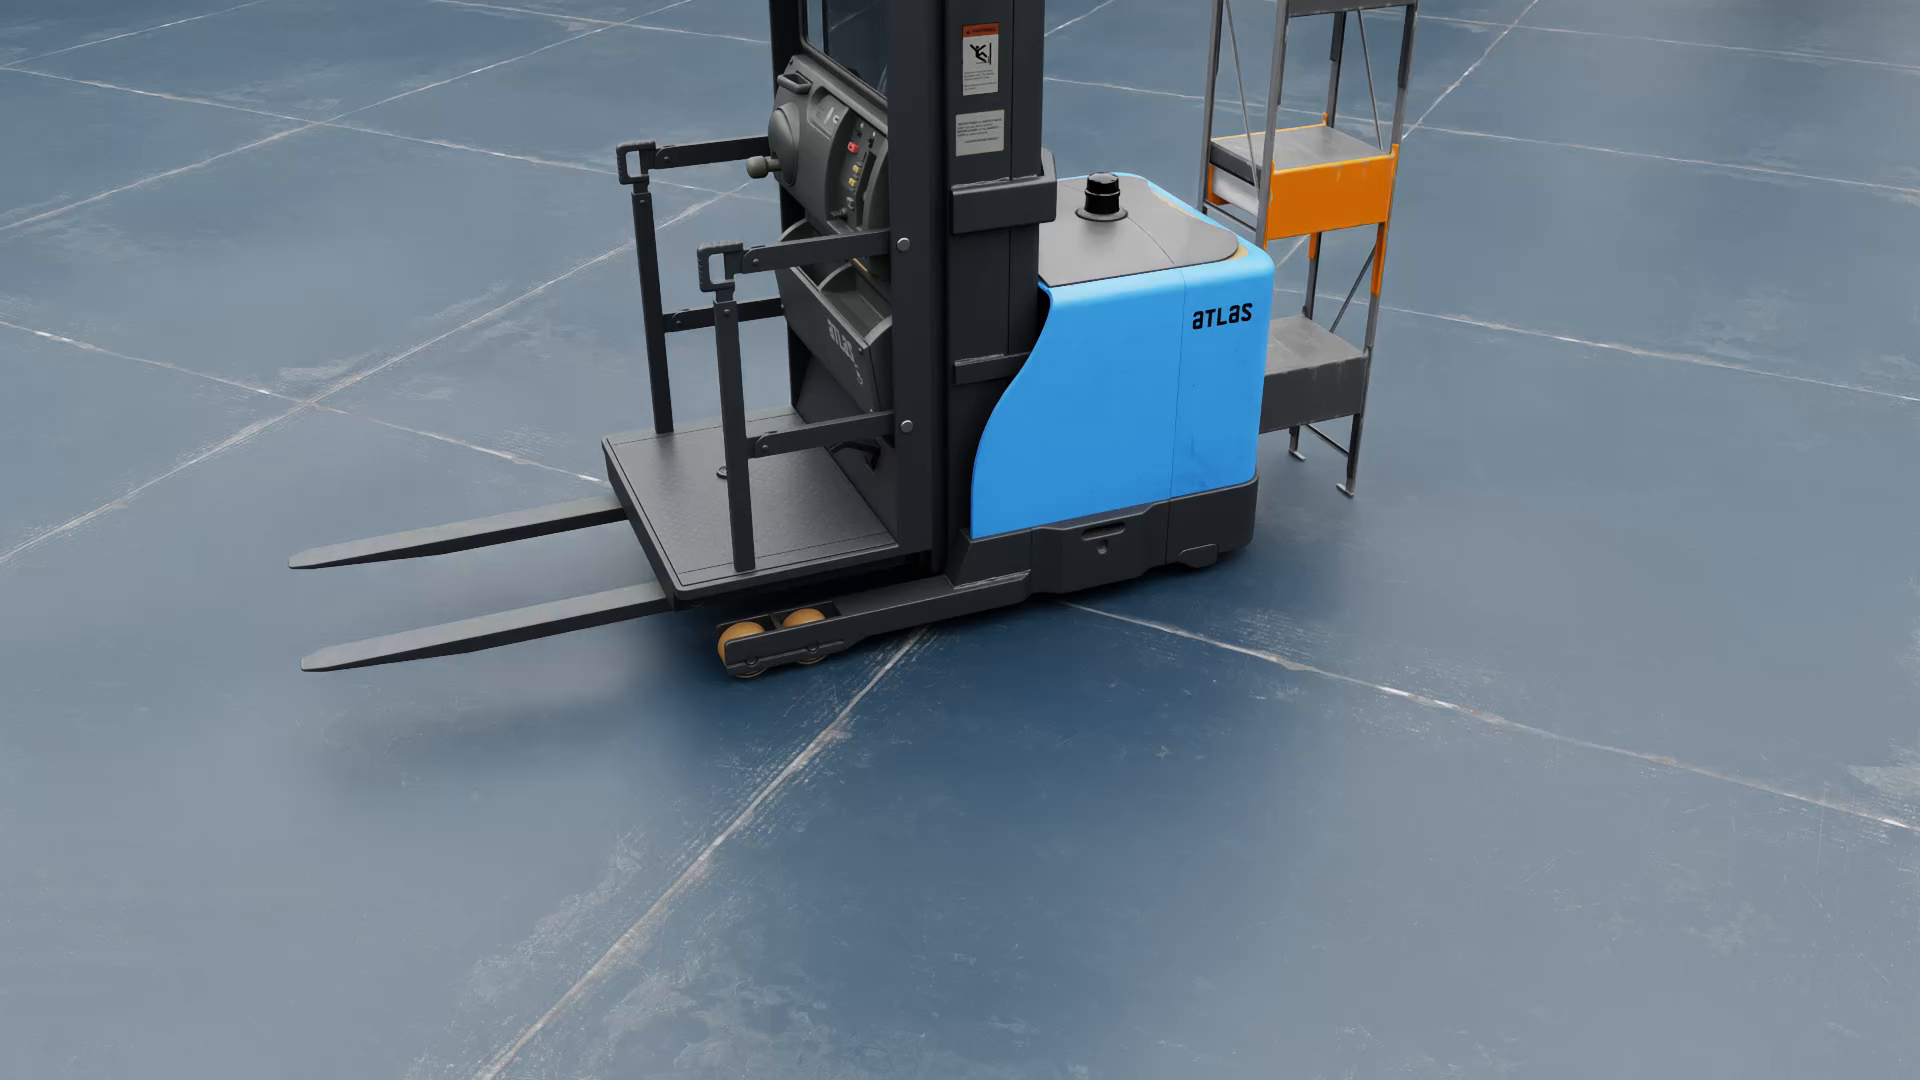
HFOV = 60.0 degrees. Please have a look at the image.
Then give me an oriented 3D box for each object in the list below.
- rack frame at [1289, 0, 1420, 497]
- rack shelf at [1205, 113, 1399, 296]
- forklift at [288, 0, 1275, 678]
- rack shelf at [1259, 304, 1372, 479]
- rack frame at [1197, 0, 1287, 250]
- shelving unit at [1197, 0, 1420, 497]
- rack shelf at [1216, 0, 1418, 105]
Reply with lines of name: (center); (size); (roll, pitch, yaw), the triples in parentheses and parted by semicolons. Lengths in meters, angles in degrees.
rack frame: (1.340, -1.158, 5.658); (0.015, 2.100, 0.400); (-12, 32, -20)
rack shelf: (1.116, -1.097, 5.580); (0.480, 0.518, 0.431); (-12, 32, -20)
forklift: (-0.576, -1.153, 4.815); (3.031, 2.935, 1.130); (-12, 32, -19)
rack shelf: (1.116, -0.490, 5.929); (0.480, 0.518, 0.431); (-12, 32, -20)
rack frame: (0.892, -1.061, 5.488); (0.015, 2.100, 0.400); (-12, 32, -20)
shelving unit: (1.116, -1.109, 5.573); (0.503, 2.100, 0.431); (-12, 32, -20)
rack shelf: (1.116, -1.705, 5.231); (0.480, 0.518, 0.431); (-12, 32, -20)
